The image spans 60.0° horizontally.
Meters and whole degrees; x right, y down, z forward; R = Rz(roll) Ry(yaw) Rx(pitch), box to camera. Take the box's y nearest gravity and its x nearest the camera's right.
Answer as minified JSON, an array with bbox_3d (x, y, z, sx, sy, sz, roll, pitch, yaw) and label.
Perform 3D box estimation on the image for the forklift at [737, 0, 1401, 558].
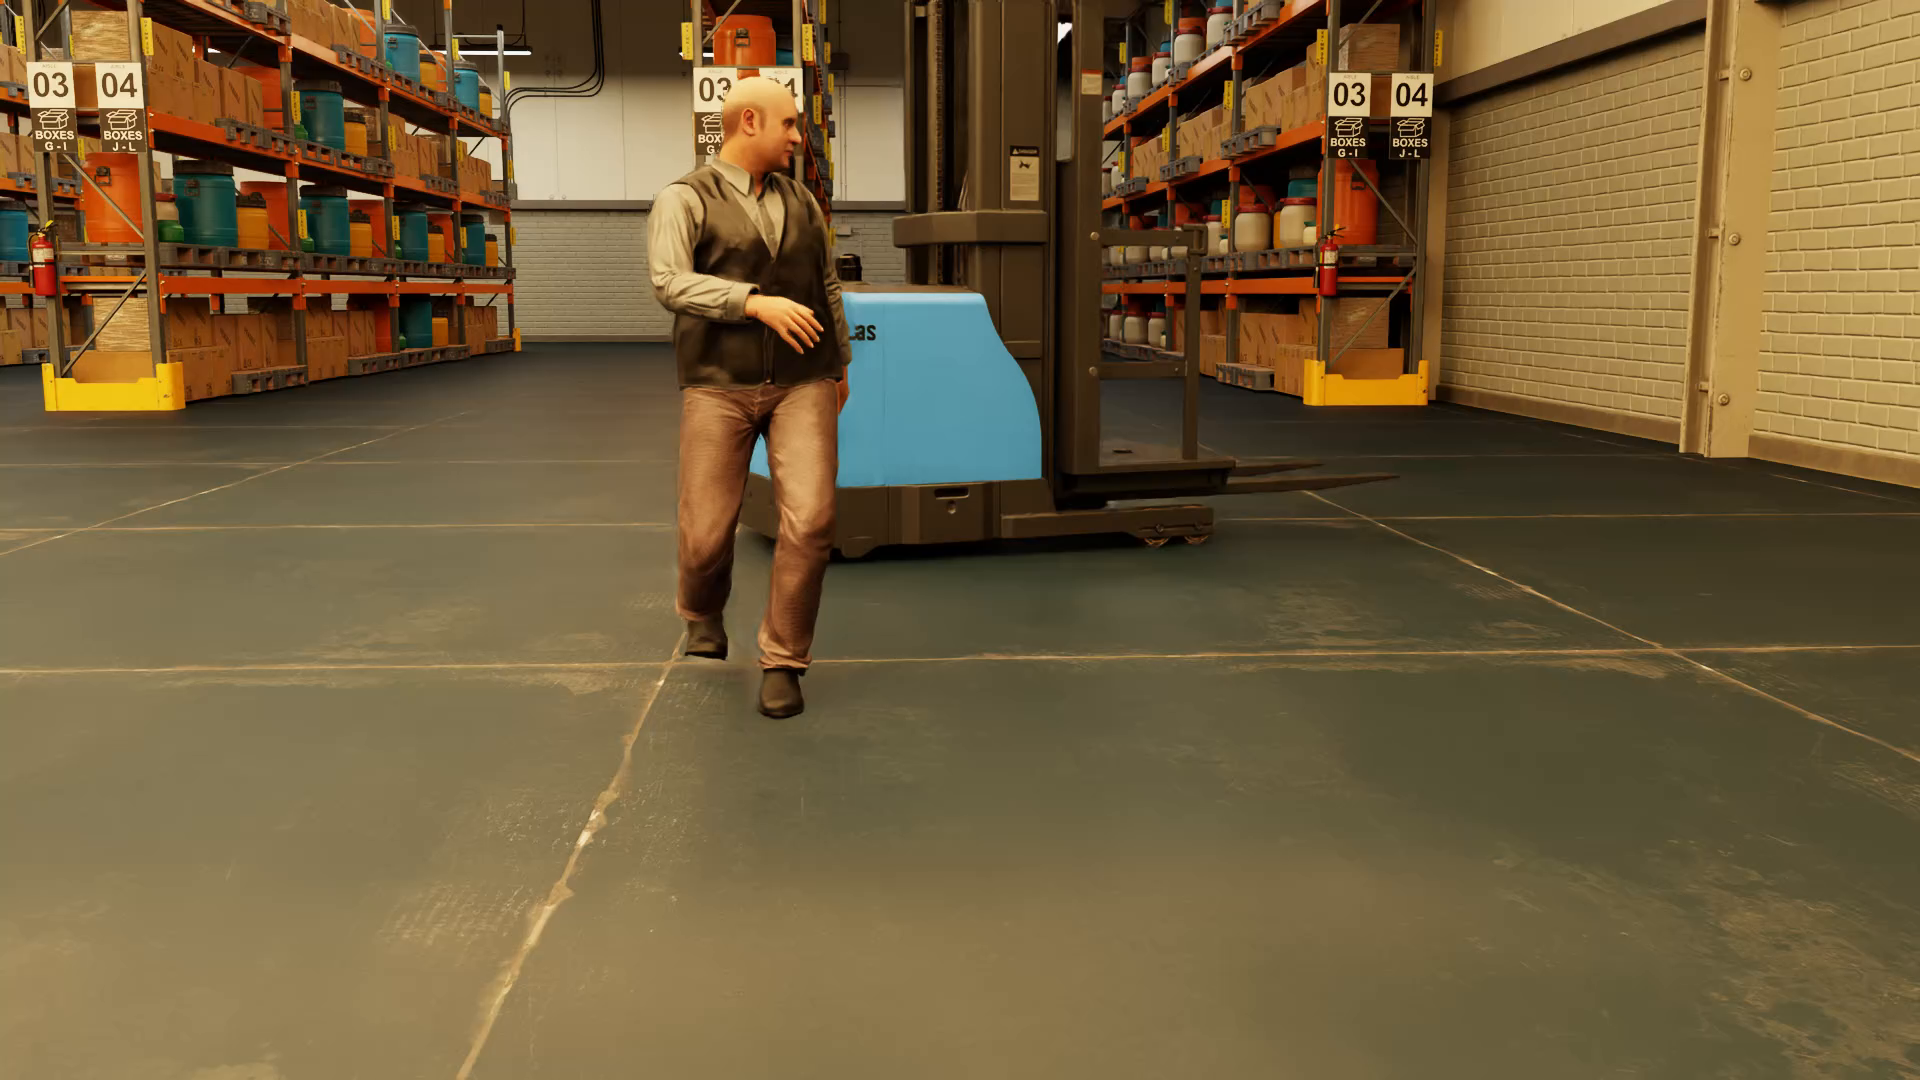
[{"bbox_3d":[0.558,-1.493,7.384,3.031,2.935,1.130,-4,9,-23],"label":"forklift"}]

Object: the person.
[{"bbox_3d":[-0.532,-0.404,4.489,0.601,1.648,0.760,-2,9,-15],"label":"person"}]
